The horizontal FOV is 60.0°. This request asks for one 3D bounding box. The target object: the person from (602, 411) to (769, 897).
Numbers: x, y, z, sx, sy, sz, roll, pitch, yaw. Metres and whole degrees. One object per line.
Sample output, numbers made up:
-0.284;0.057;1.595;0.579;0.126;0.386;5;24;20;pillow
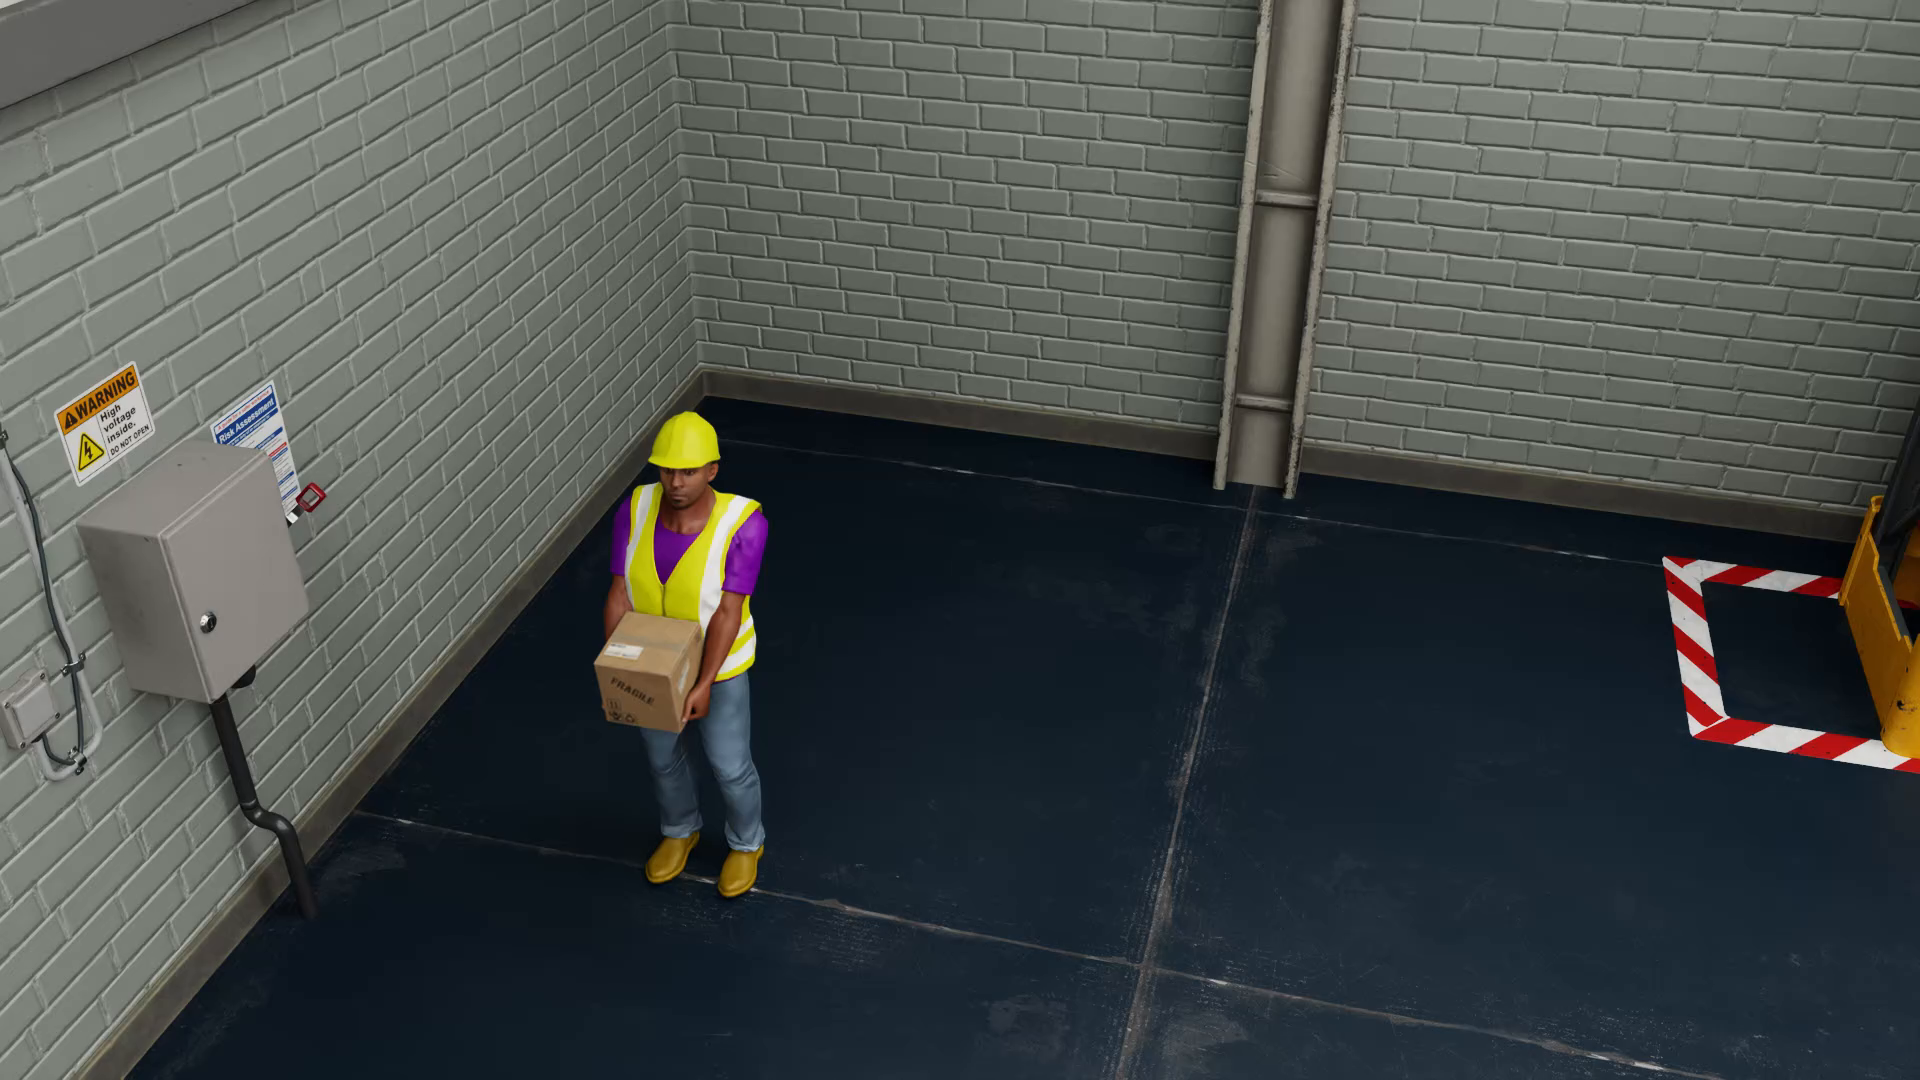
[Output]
-0.896;0.448;5.425;0.502;1.758;0.577;8;34;13;person
